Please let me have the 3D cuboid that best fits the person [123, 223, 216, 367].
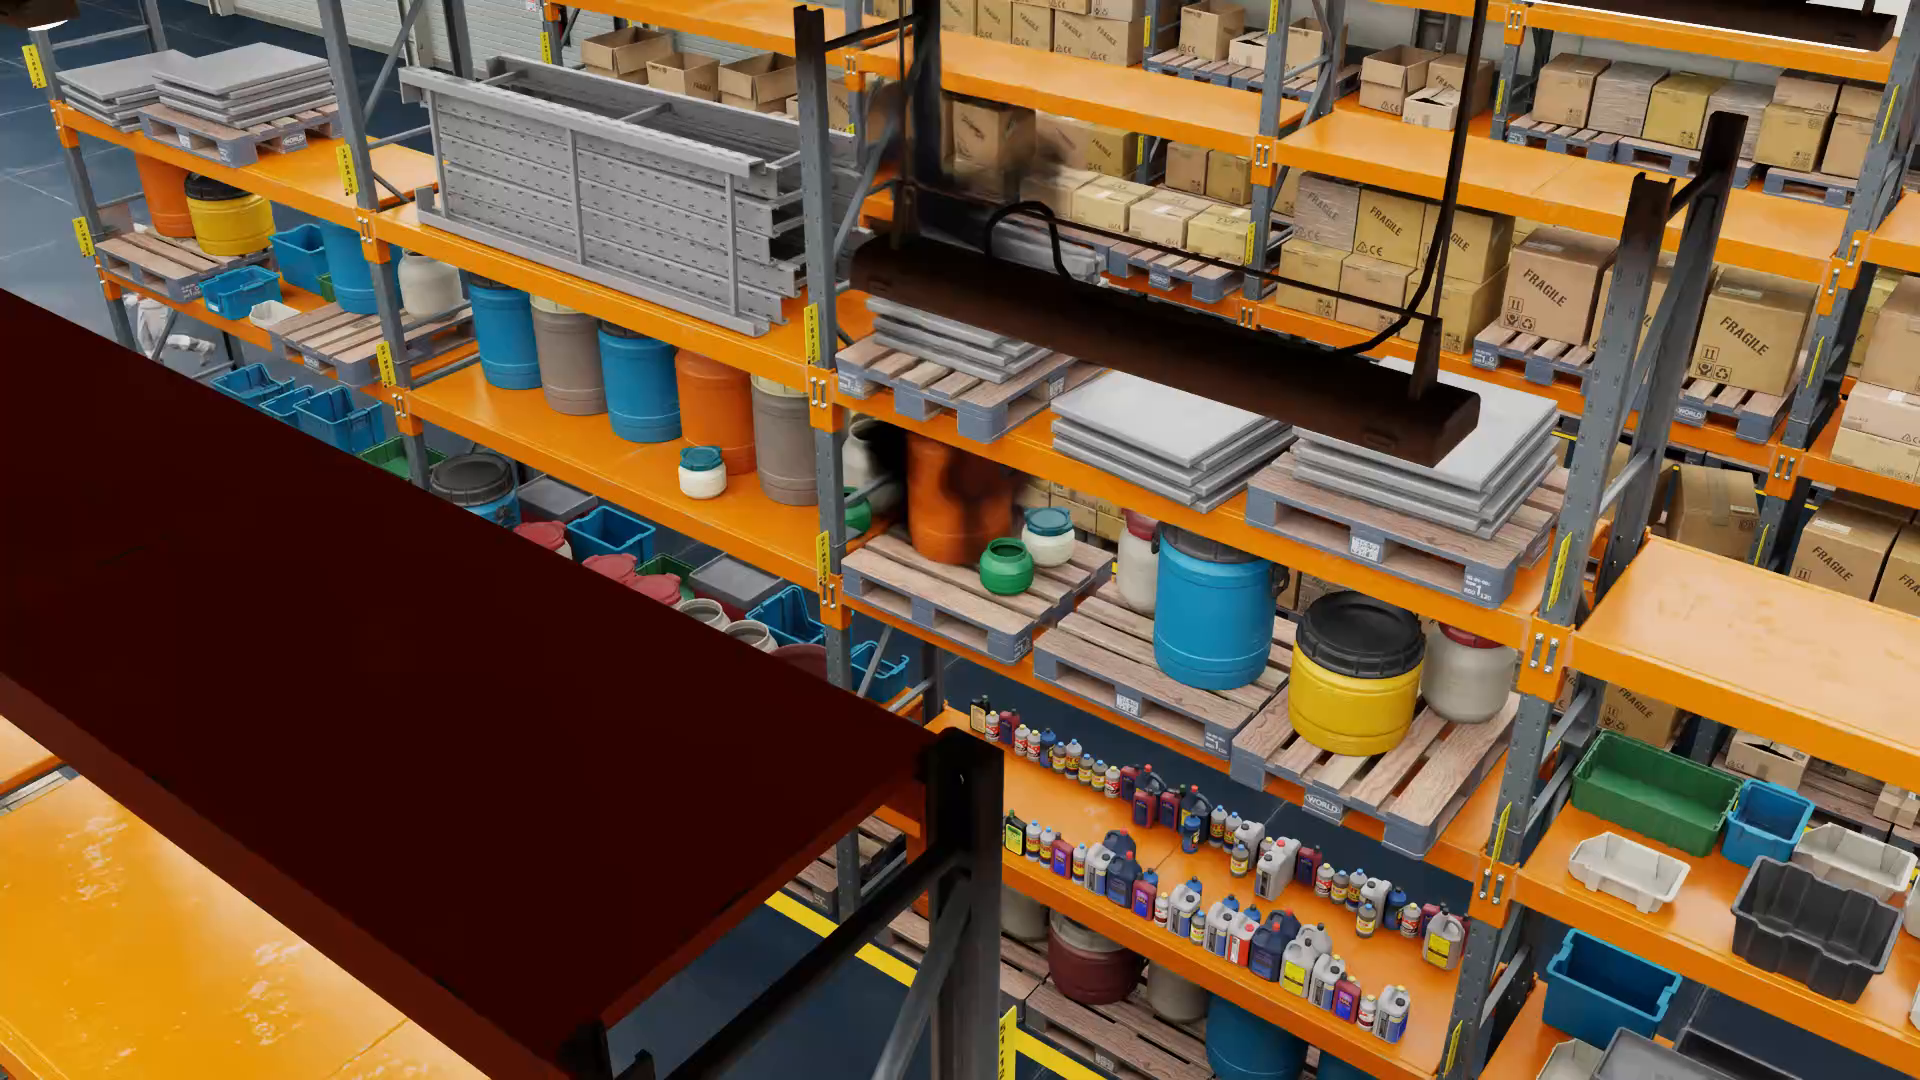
[{"bbox_3d":[-8.540,-2.534,17.726,0.881,1.763,0.687,-14,34,-21],"label":"person"}]
